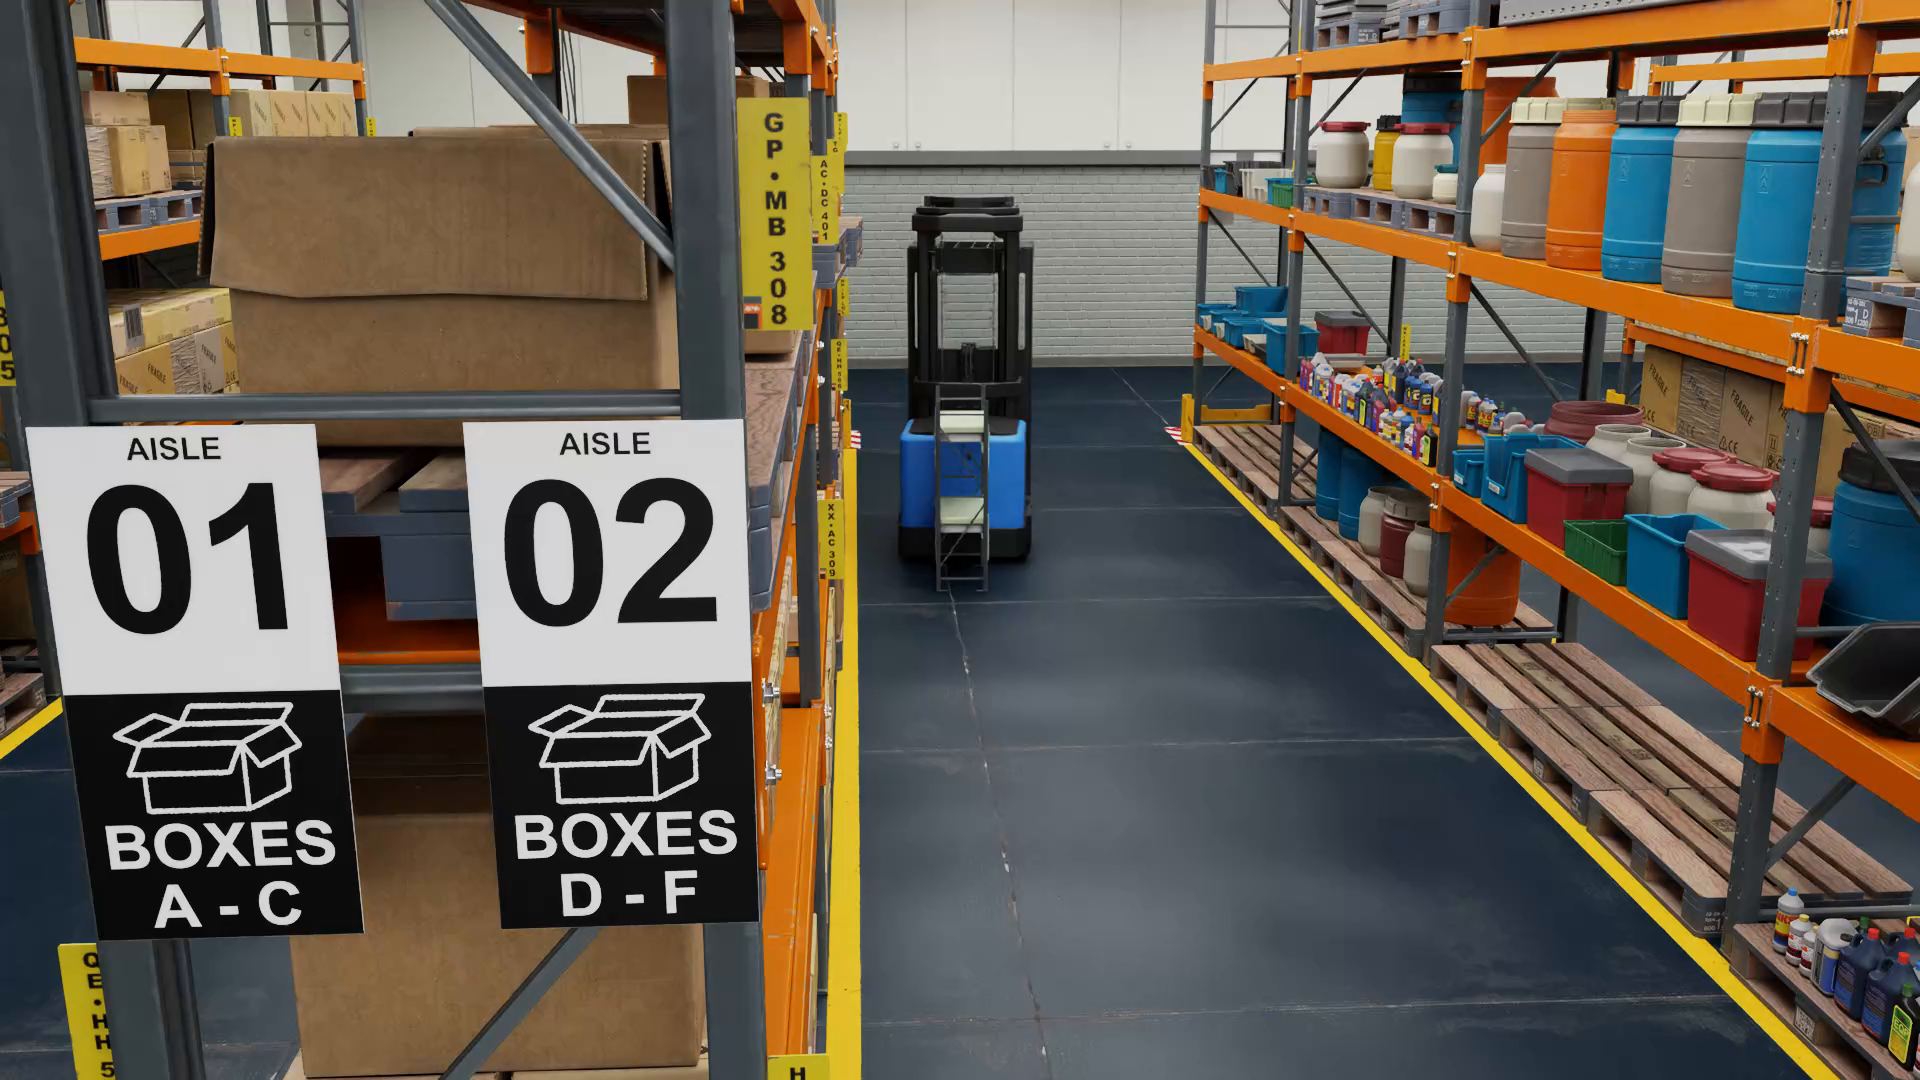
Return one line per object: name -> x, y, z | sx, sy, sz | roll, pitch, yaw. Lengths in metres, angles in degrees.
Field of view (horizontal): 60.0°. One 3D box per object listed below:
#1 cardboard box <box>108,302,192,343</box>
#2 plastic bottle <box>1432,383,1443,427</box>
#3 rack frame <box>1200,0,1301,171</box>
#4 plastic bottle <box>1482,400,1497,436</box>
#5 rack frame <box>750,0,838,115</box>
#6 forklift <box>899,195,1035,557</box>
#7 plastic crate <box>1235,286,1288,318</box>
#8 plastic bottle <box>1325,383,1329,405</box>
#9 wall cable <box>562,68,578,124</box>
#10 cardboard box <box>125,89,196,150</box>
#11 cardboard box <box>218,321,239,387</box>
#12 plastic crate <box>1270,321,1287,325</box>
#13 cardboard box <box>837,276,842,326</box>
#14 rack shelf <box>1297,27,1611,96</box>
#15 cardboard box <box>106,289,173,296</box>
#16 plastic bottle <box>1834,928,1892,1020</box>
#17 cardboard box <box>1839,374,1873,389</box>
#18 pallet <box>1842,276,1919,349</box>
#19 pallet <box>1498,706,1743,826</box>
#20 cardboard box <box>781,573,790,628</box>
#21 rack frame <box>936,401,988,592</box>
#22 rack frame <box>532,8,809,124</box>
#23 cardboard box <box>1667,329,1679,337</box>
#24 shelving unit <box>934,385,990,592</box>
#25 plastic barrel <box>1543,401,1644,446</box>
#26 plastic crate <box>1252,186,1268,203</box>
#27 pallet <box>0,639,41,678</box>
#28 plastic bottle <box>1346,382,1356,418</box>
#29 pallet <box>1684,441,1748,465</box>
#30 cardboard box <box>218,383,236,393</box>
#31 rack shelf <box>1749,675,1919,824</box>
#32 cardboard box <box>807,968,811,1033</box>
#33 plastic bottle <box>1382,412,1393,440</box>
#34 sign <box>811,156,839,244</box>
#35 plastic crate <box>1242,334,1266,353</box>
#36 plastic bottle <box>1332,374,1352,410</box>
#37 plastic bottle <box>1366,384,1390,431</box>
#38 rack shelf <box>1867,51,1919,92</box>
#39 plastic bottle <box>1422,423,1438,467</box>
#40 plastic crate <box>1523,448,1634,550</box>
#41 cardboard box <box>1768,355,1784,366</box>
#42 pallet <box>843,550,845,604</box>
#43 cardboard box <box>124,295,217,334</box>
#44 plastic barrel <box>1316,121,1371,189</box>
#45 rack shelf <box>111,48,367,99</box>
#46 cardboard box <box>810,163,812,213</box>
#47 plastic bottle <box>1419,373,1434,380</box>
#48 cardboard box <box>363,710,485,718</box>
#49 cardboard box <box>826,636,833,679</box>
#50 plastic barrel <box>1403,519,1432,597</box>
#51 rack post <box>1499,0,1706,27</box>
cardboard box -> -6.166, -1.646, 12.562 | 0.500, 0.250, 0.500 | -1, 14, -2
plastic bottle -> 3.692, -1.043, 12.660 | 0.144, 0.351, 0.185 | -1, 14, -3
rack frame -> 3.136, -5.500, 17.845 | 1.000, 3.000, 0.127 | -1, 14, -3
plastic bottle -> 3.896, -0.891, 12.226 | 0.097, 0.271, 0.097 | 0, 14, 0
rack frame -> -1.808, -5.425, 17.551 | 1.000, 3.000, 0.127 | -1, 14, -3
forklift -> 0.105, -1.591, 14.827 | 1.130, 2.935, 3.031 | 1, 14, 3
plastic crate -> 3.343, -2.561, 18.268 | 0.616, 0.435, 0.499 | -1, 14, -3
plastic bottle -> 3.047, -1.214, 13.625 | 0.097, 0.201, 0.097 | 0, 14, 0
wall cable -> -6.746, -5.256, 23.126 | 3.097, 2.526, 0.112 | -1, 14, -3
cardboard box -> -6.780, -3.612, 14.280 | 0.500, 0.500, 0.500 | -1, 14, -4
cardboard box -> -6.224, -1.539, 13.649 | 0.500, 0.500, 0.500 | -1, 14, -4
plastic crate -> 3.371, -2.224, 17.560 | 0.396, 0.136, 0.243 | -1, 14, -3
cardboard box -> -1.309, -2.179, 14.768 | 0.500, 0.500, 0.500 | -1, 14, -2
rack shelf -> 3.508, -3.466, 12.185 | 1.077, 0.370, 4.000 | -1, 14, -3
cardboard box -> -6.736, -1.894, 13.526 | 0.500, 0.250, 0.500 | 0, 14, -2
plastic bottle -> 3.515, 1.666, 6.464 | 0.144, 0.351, 0.185 | 0, 14, -2
cardboard box -> 8.106, -1.607, 14.551 | 0.500, 0.500, 0.500 | -1, 14, -3
pallet -> 4.022, -0.794, 5.952 | 1.213, 0.211, 1.003 | -1, 14, -3
pallet -> 3.714, 1.241, 9.280 | 1.003, 0.211, 1.213 | -1, 14, -3
cardboard box -> -0.821, 0.228, 6.117 | 0.380, 0.149, 0.250 | -1, 14, -5
rack frame -> 0.015, -0.326, 12.785 | 0.400, 1.500, 0.023 | 0, 14, -1
rack frame -> -1.064, -2.441, 5.952 | 1.000, 3.000, 0.127 | -1, 14, -3
cardboard box -> 7.823, -2.264, 17.811 | 0.380, 0.149, 0.250 | -1, 14, -4
shelving unit -> 0.009, -0.418, 13.140 | 0.431, 1.500, 0.755 | 0, 14, -1
plastic barrel -> 3.963, -0.561, 10.413 | 0.600, 0.536, 0.708 | -1, 14, -3
plastic crate -> 2.925, -3.236, 15.592 | 0.293, 0.136, 0.466 | -1, 14, -3
pallet -> -6.230, 0.701, 11.379 | 1.003, 0.211, 1.213 | -1, 14, -3
plastic bottle -> 3.084, -1.100, 13.039 | 0.097, 0.271, 0.097 | 0, 14, 0
pallet -> 8.280, -0.821, 17.293 | 1.003, 0.211, 1.213 | -1, 14, -3
cardboard box -> -6.161, -1.193, 13.608 | 0.380, 0.149, 0.250 | -1, 14, -2
rack shelf -> 4.003, 1.235, 5.150 | 1.077, 0.370, 4.000 | -1, 14, -3
cardboard box -> -0.798, 1.466, 5.978 | 0.500, 0.500, 0.500 | -1, 14, -3
plastic bottle -> 3.141, -0.835, 12.150 | 0.097, 0.201, 0.097 | 0, 14, 0
sign -> -0.511, -1.285, 6.287 | 0.100, 0.325, 0.005 | -1, 14, -3
plastic crate -> 2.976, -1.930, 16.417 | 0.293, 0.136, 0.466 | -1, 14, -3
plastic bottle -> 3.090, -1.189, 13.376 | 0.152, 0.276, 0.135 | -1, 14, -3
plastic bottle -> 3.142, -1.000, 12.492 | 0.144, 0.351, 0.185 | -1, 14, -3
rack shelf -> 8.451, -3.543, 12.482 | 1.077, 0.370, 4.000 | -1, 14, -3
plastic bottle -> 3.181, -0.643, 11.240 | 0.061, 0.283, 0.133 | -1, 14, -3
plastic crate -> 3.426, -0.230, 9.272 | 0.402, 0.464, 0.583 | -1, 14, -3
cardboard box -> 7.950, -1.754, 15.827 | 0.380, 0.149, 0.250 | -1, 14, -4
pallet -> -1.393, 0.332, 12.814 | 1.003, 0.211, 1.213 | -1, 14, -3
cardboard box -> -6.198, -1.773, 13.055 | 0.500, 0.250, 0.500 | -1, 14, -2
plastic barrel -> 3.166, -3.187, 13.759 | 0.433, 0.535, 0.433 | 0, 14, 0
rack shelf -> -6.628, -4.308, 15.457 | 1.077, 0.370, 4.000 | -1, 14, -3
cardboard box -> -1.373, -2.139, 10.600 | 0.910, 0.500, 0.500 | -1, 14, -3
plastic bottle -> 3.785, -1.231, 13.540 | 0.152, 0.276, 0.135 | -1, 14, -3
cardboard box -> -0.874, 0.523, 3.671 | 0.700, 0.500, 0.500 | -1, 14, -5
cardboard box -> -0.967, 0.708, 9.305 | 0.500, 0.311, 0.500 | -1, 14, -4
plastic barrel -> 3.460, 0.136, 12.130 | 0.421, 0.512, 0.421 | 0, 14, 0
rack post -> 3.672, -3.101, 8.119 | 1.013, 1.000, 3.121 | -1, 14, -3
